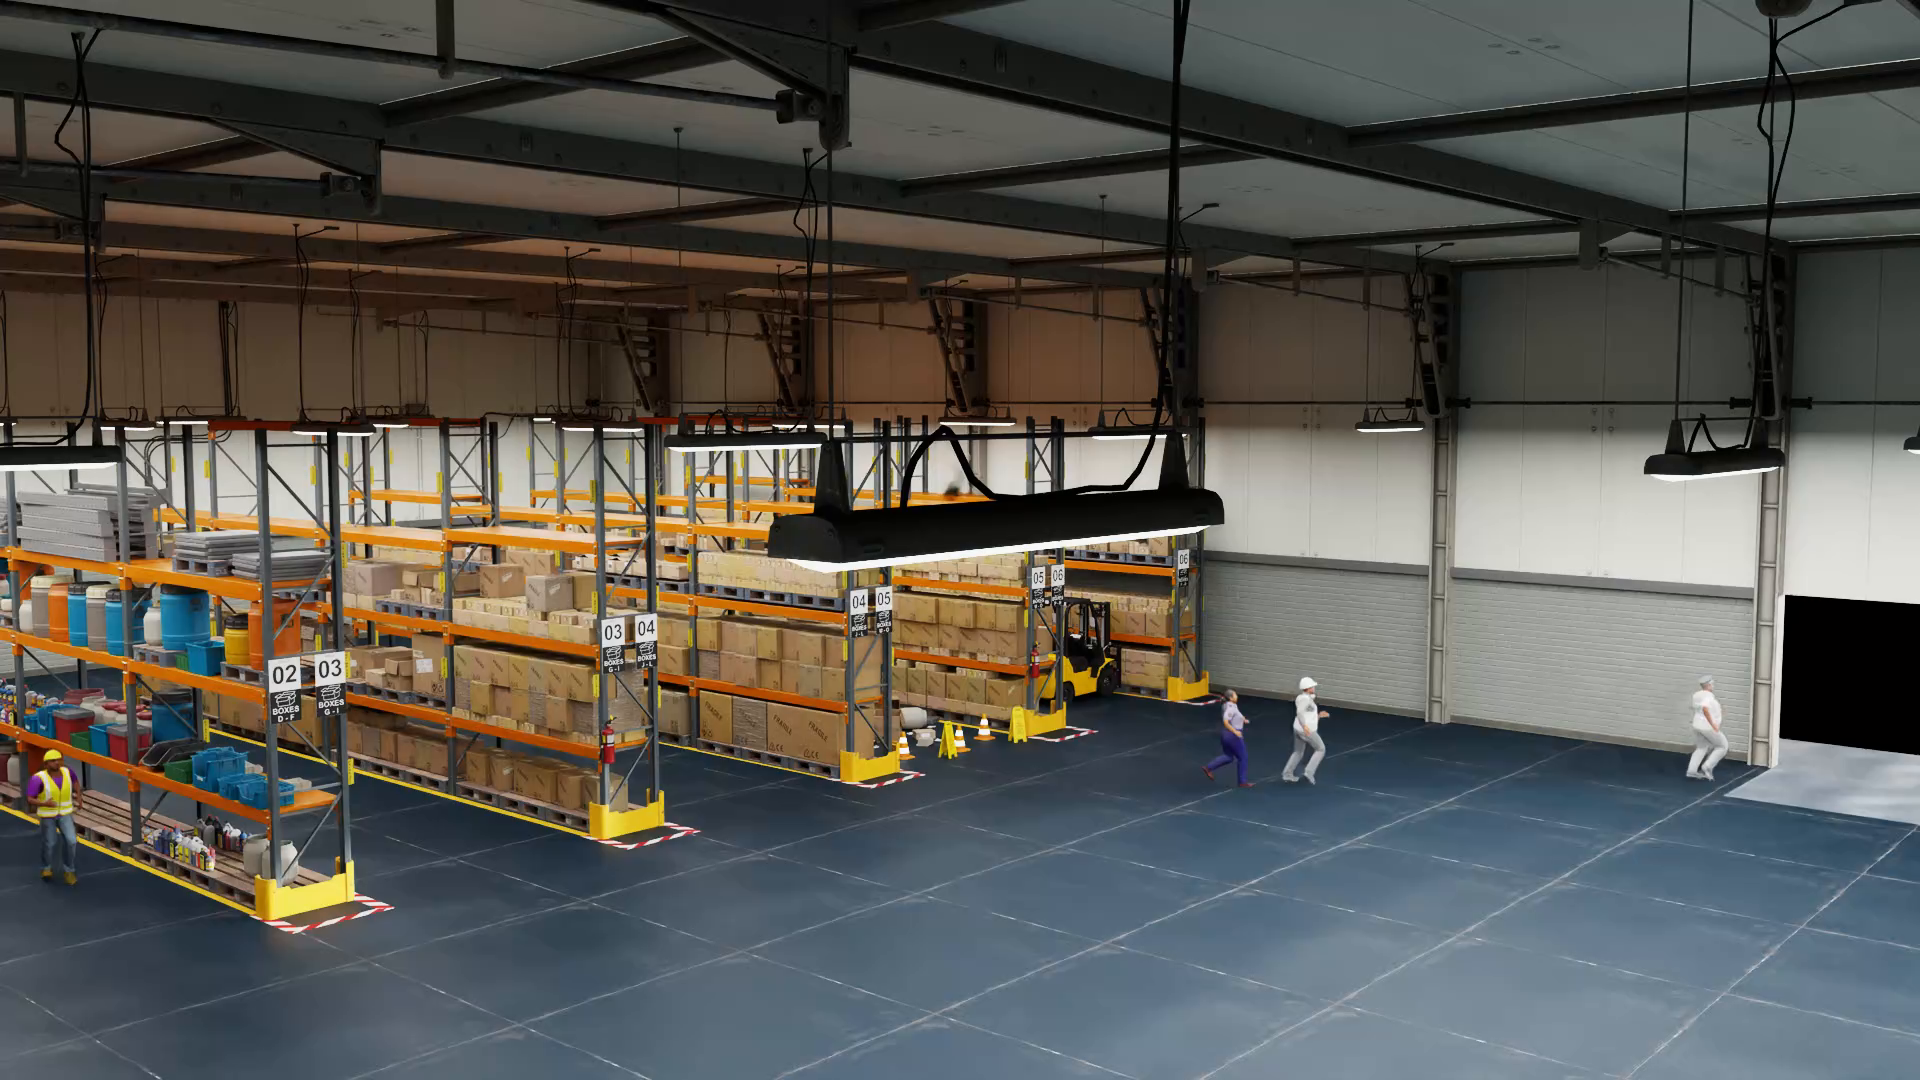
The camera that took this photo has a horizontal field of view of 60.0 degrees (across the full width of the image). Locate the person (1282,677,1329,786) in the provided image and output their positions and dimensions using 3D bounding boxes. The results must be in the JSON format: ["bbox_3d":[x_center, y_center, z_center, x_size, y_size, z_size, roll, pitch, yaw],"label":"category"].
[{"bbox_3d":[5.733,3.169,27.486,0.810,1.800,0.620,-1,5,-10],"label":"person"}]

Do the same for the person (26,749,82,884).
[{"bbox_3d":[-11.865,3.654,21.847,0.744,1.840,0.726,4,6,43],"label":"person"}]

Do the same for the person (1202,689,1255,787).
[{"bbox_3d":[4.429,3.250,27.297,0.862,1.617,0.619,-1,5,-6],"label":"person"}]

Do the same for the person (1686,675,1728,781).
[{"bbox_3d":[12.528,3.142,27.812,0.693,1.776,0.641,-1,5,-12],"label":"person"}]
